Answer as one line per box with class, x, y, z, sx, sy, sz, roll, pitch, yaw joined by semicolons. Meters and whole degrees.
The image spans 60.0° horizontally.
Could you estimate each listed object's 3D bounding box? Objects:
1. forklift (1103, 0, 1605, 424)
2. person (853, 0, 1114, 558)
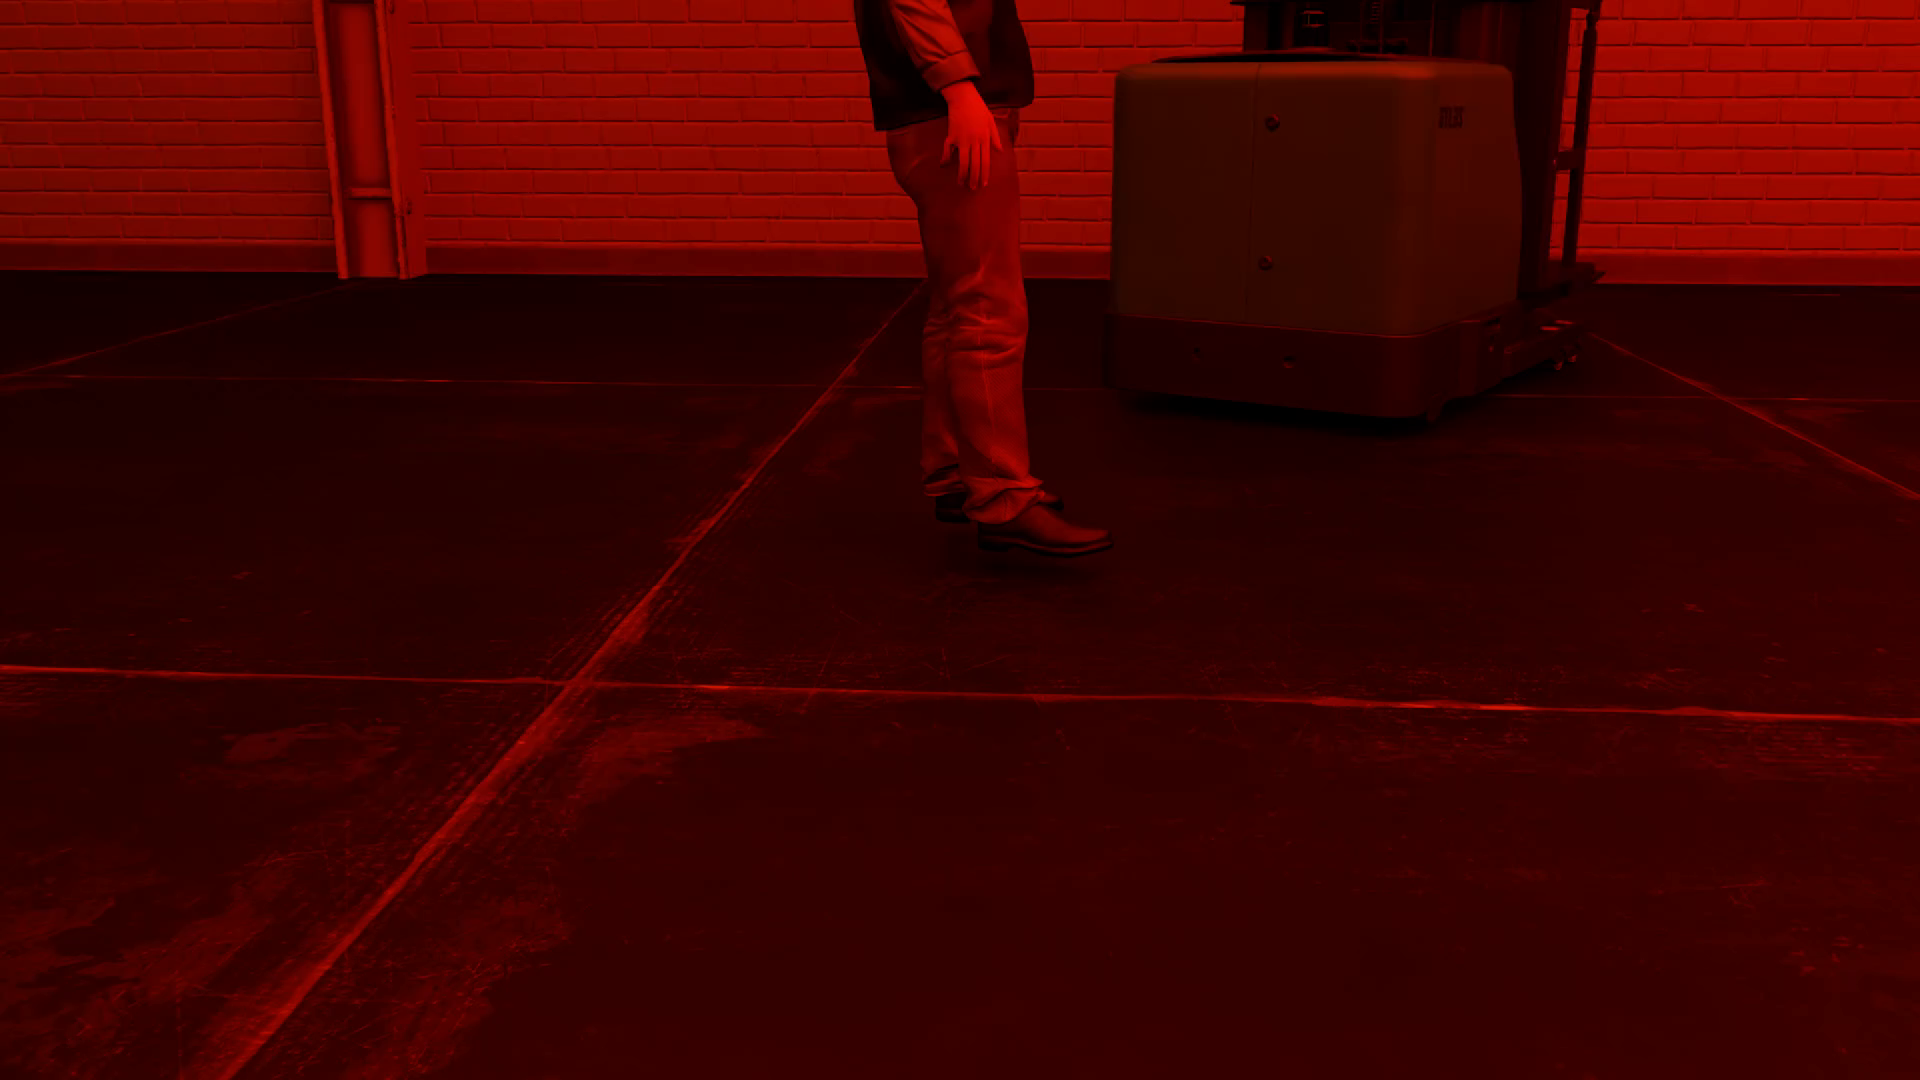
forklift;1.701;-2.096;5.937;1.130;2.935;3.031;10;18;32
person;0.061;-0.873;3.563;0.568;1.720;0.631;1;15;4
